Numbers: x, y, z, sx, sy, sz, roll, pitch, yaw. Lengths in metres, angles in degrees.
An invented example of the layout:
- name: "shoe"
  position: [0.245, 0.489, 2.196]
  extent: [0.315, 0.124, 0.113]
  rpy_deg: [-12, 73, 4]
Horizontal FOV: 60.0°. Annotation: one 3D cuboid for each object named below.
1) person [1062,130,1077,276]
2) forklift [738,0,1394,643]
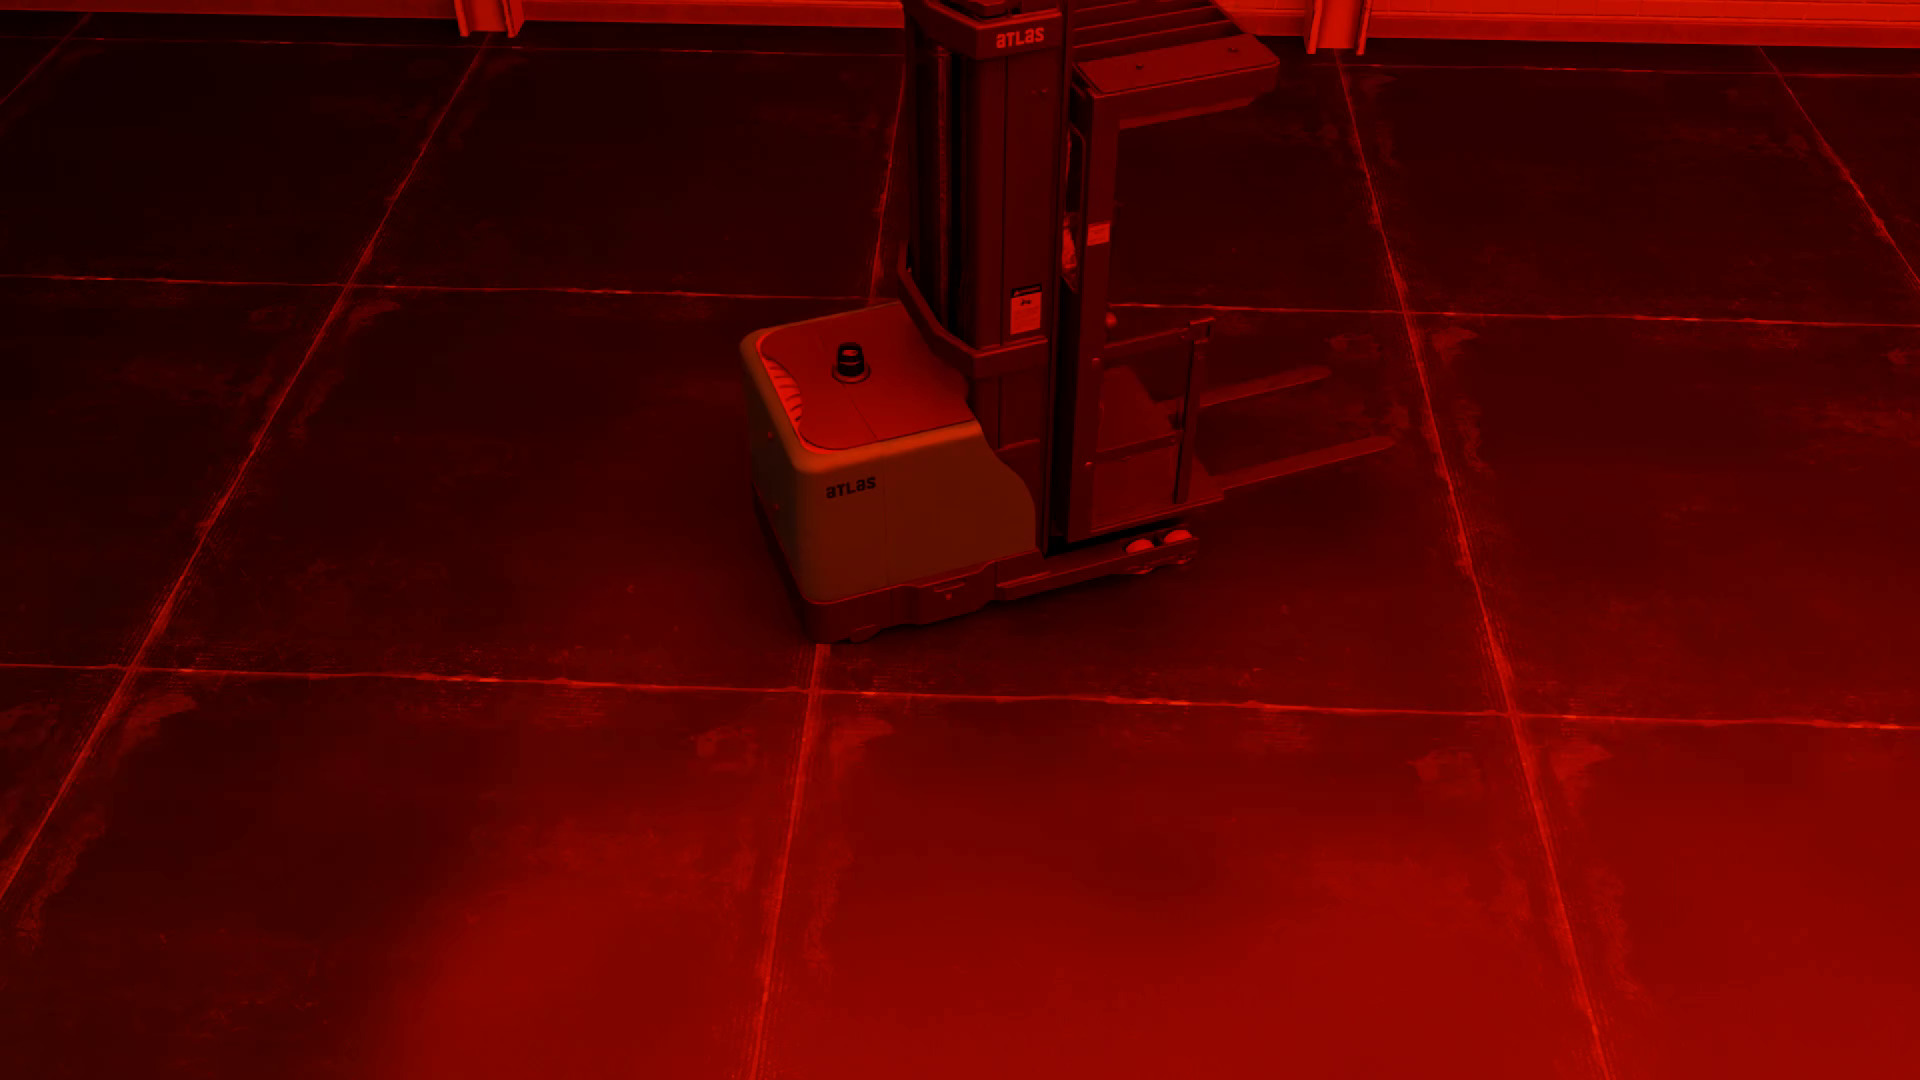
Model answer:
- name: "person"
  position: [0.368, -1.764, 8.592]
  extent: [0.400, 1.691, 0.871]
  rpy_deg: [-16, 45, -16]
- name: "forklift"
  position: [0.583, -1.242, 7.103]
  extent: [3.031, 2.935, 1.130]
  rpy_deg: [-14, 44, -15]
